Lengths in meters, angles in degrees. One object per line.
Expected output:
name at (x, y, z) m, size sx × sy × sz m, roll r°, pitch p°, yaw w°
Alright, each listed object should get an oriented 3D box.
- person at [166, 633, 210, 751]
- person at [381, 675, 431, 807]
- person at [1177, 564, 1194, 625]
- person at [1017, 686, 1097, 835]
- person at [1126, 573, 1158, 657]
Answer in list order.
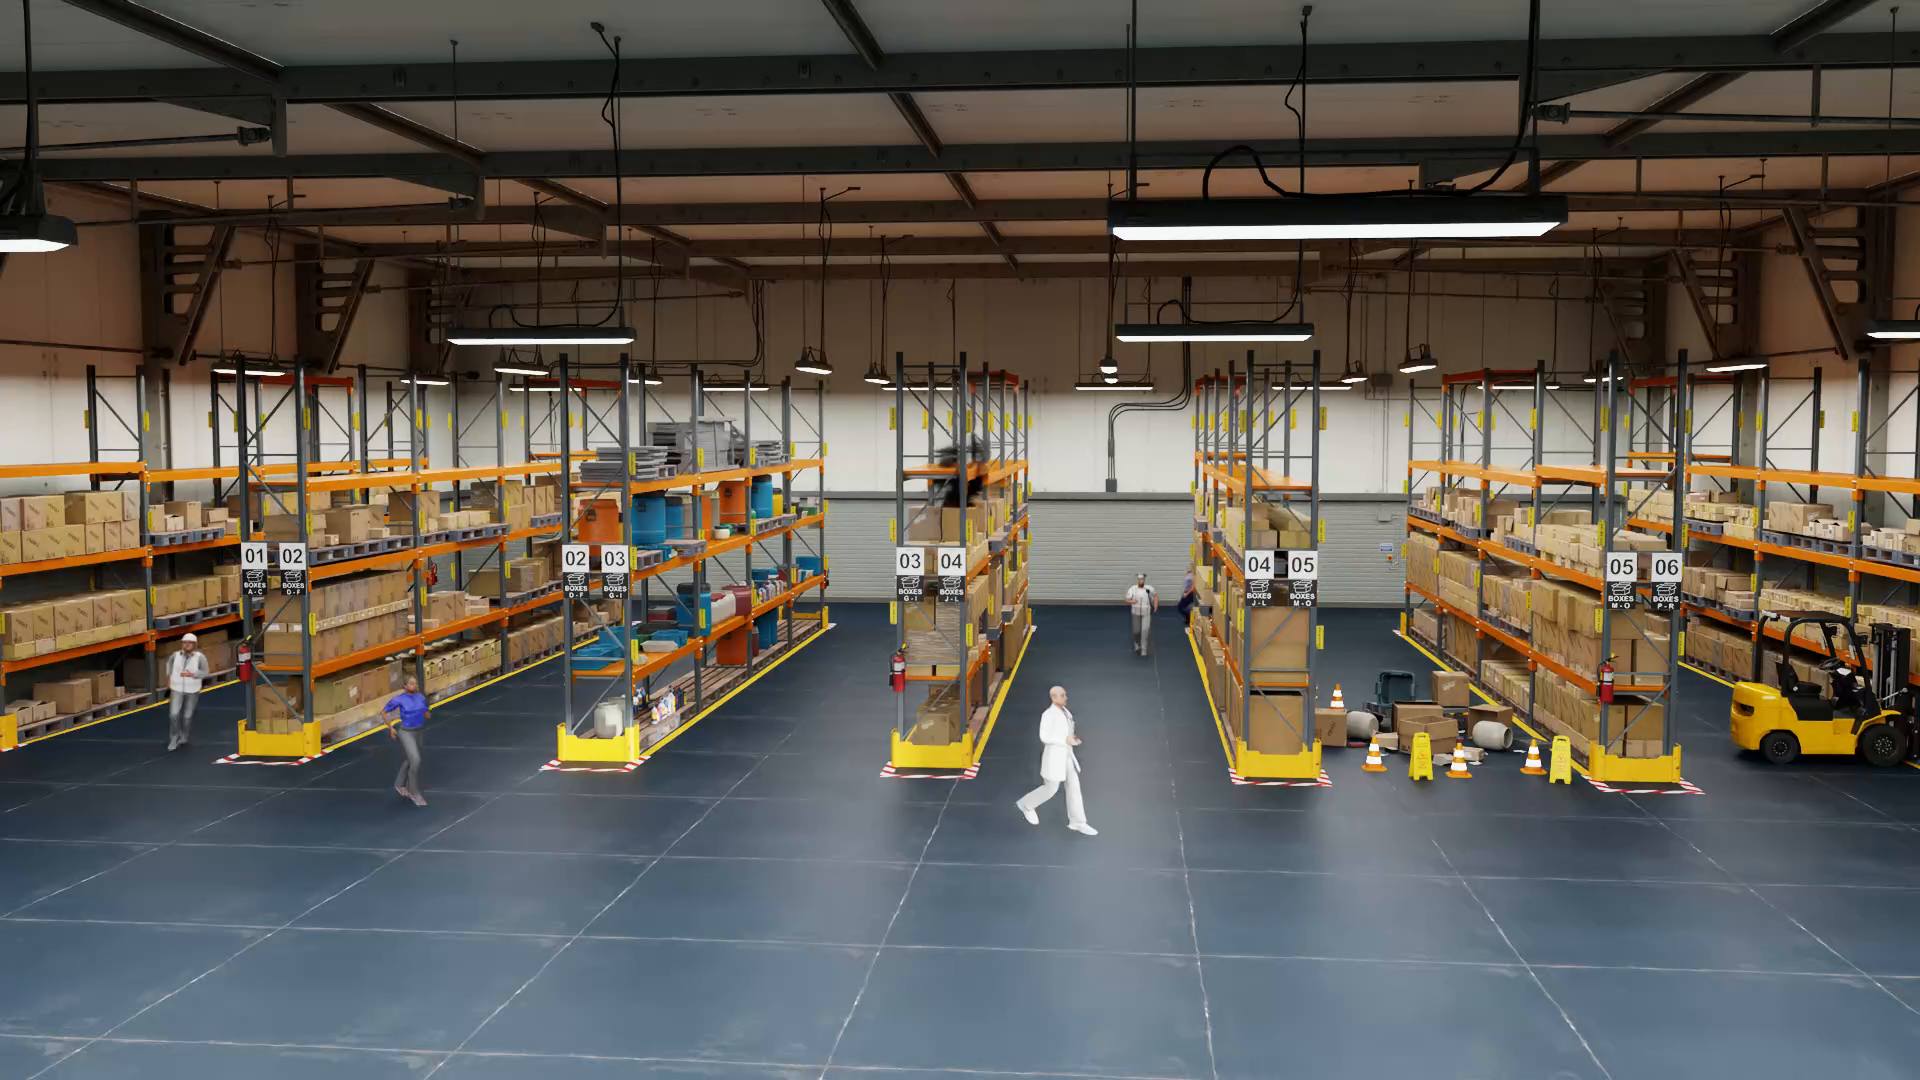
person at (-11.866, 2.328, 25.575) m, size 0.632 × 1.822 × 0.689 m, roll -1°, pitch 4°, yaw -19°
person at (-7.225, 2.624, 21.835) m, size 0.781 × 1.717 × 0.549 m, roll 2°, pitch 5°, yaw 30°
person at (5.593, 1.339, 40.806) m, size 0.526 × 1.552 × 0.709 m, roll 1°, pitch 4°, yaw 16°
person at (1.170, 2.757, 20.224) m, size 1.060 × 1.589 × 0.714 m, roll 3°, pitch 5°, yaw 34°
person at (3.875, 1.565, 35.548) m, size 0.673 × 1.743 × 1.084 m, roll 1°, pitch 4°, yaw 10°
